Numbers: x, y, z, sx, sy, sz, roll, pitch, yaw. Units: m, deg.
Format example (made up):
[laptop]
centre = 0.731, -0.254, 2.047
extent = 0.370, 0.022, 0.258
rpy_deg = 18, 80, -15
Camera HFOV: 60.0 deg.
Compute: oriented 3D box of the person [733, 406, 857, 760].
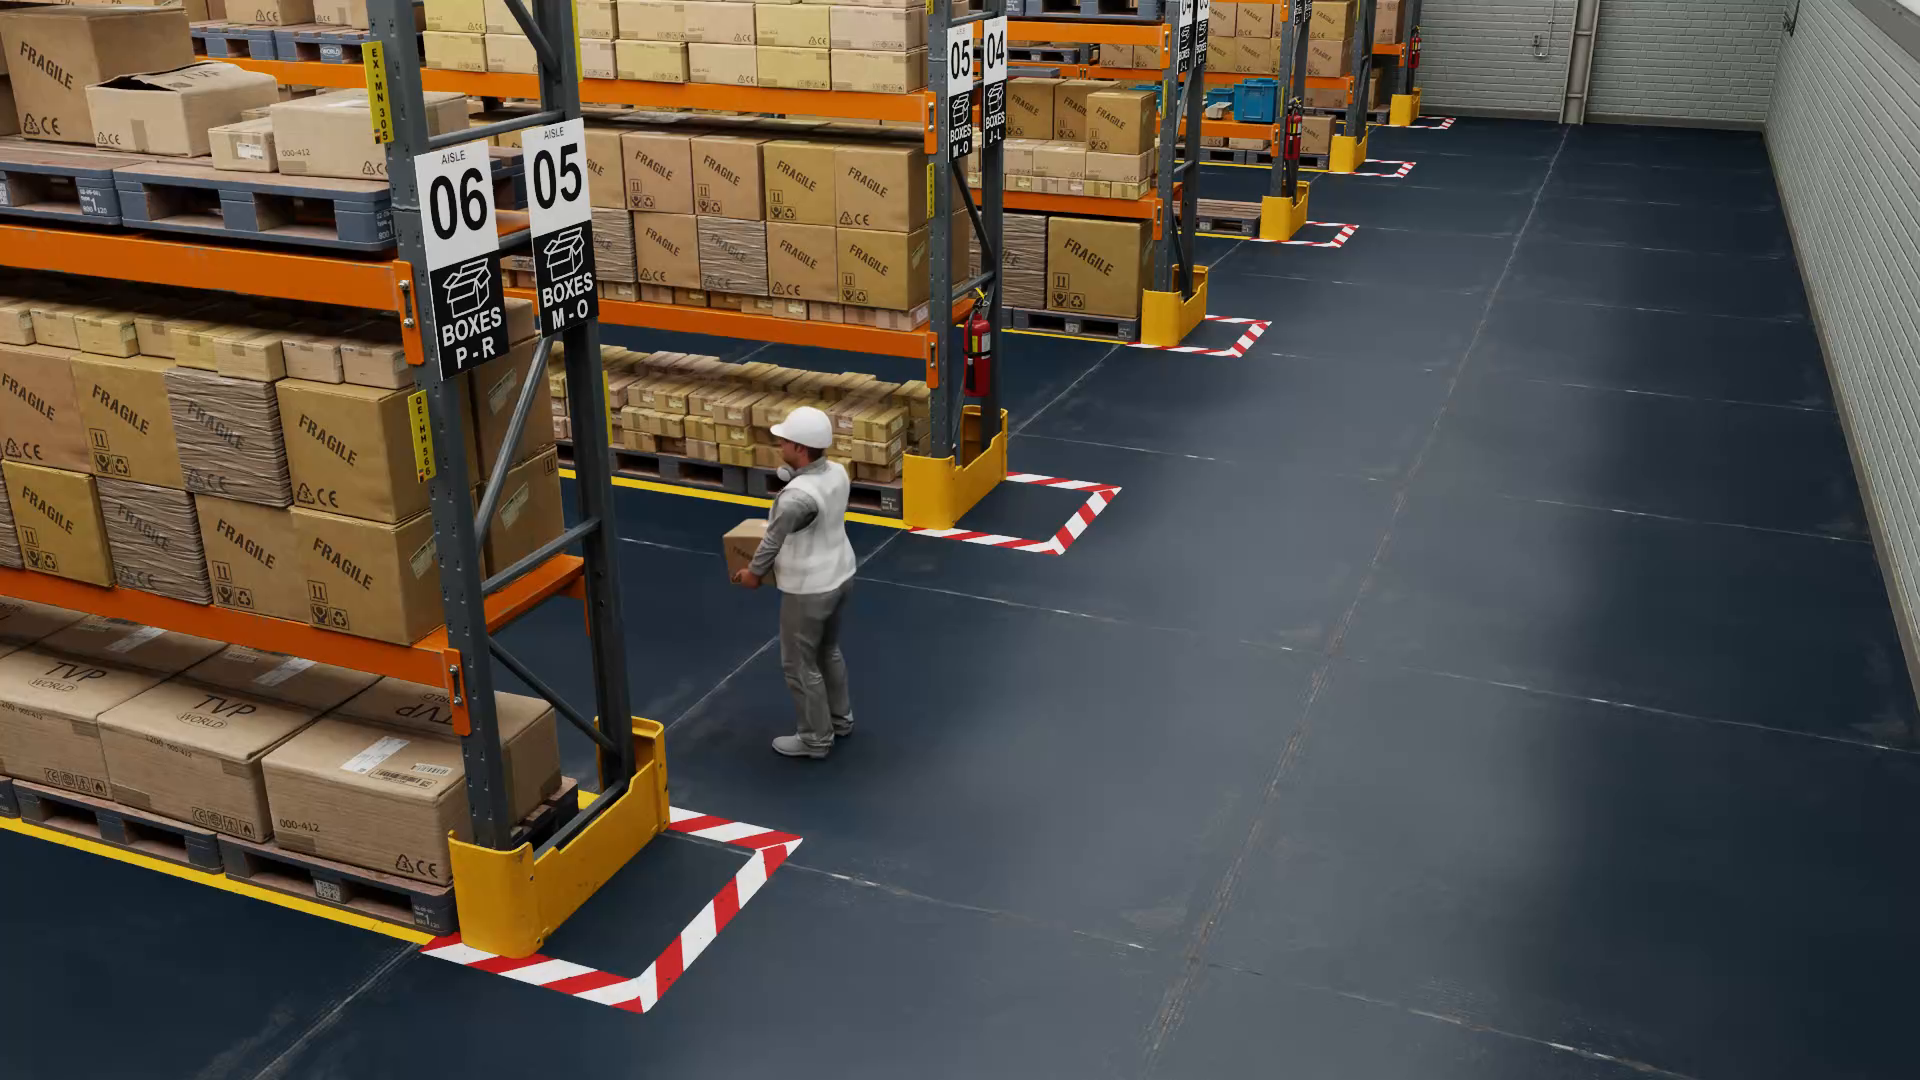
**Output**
[person]
centre = -0.802, 0.194, 8.087
extent = 0.552, 1.772, 0.495
rpy_deg = 8, 24, 20
